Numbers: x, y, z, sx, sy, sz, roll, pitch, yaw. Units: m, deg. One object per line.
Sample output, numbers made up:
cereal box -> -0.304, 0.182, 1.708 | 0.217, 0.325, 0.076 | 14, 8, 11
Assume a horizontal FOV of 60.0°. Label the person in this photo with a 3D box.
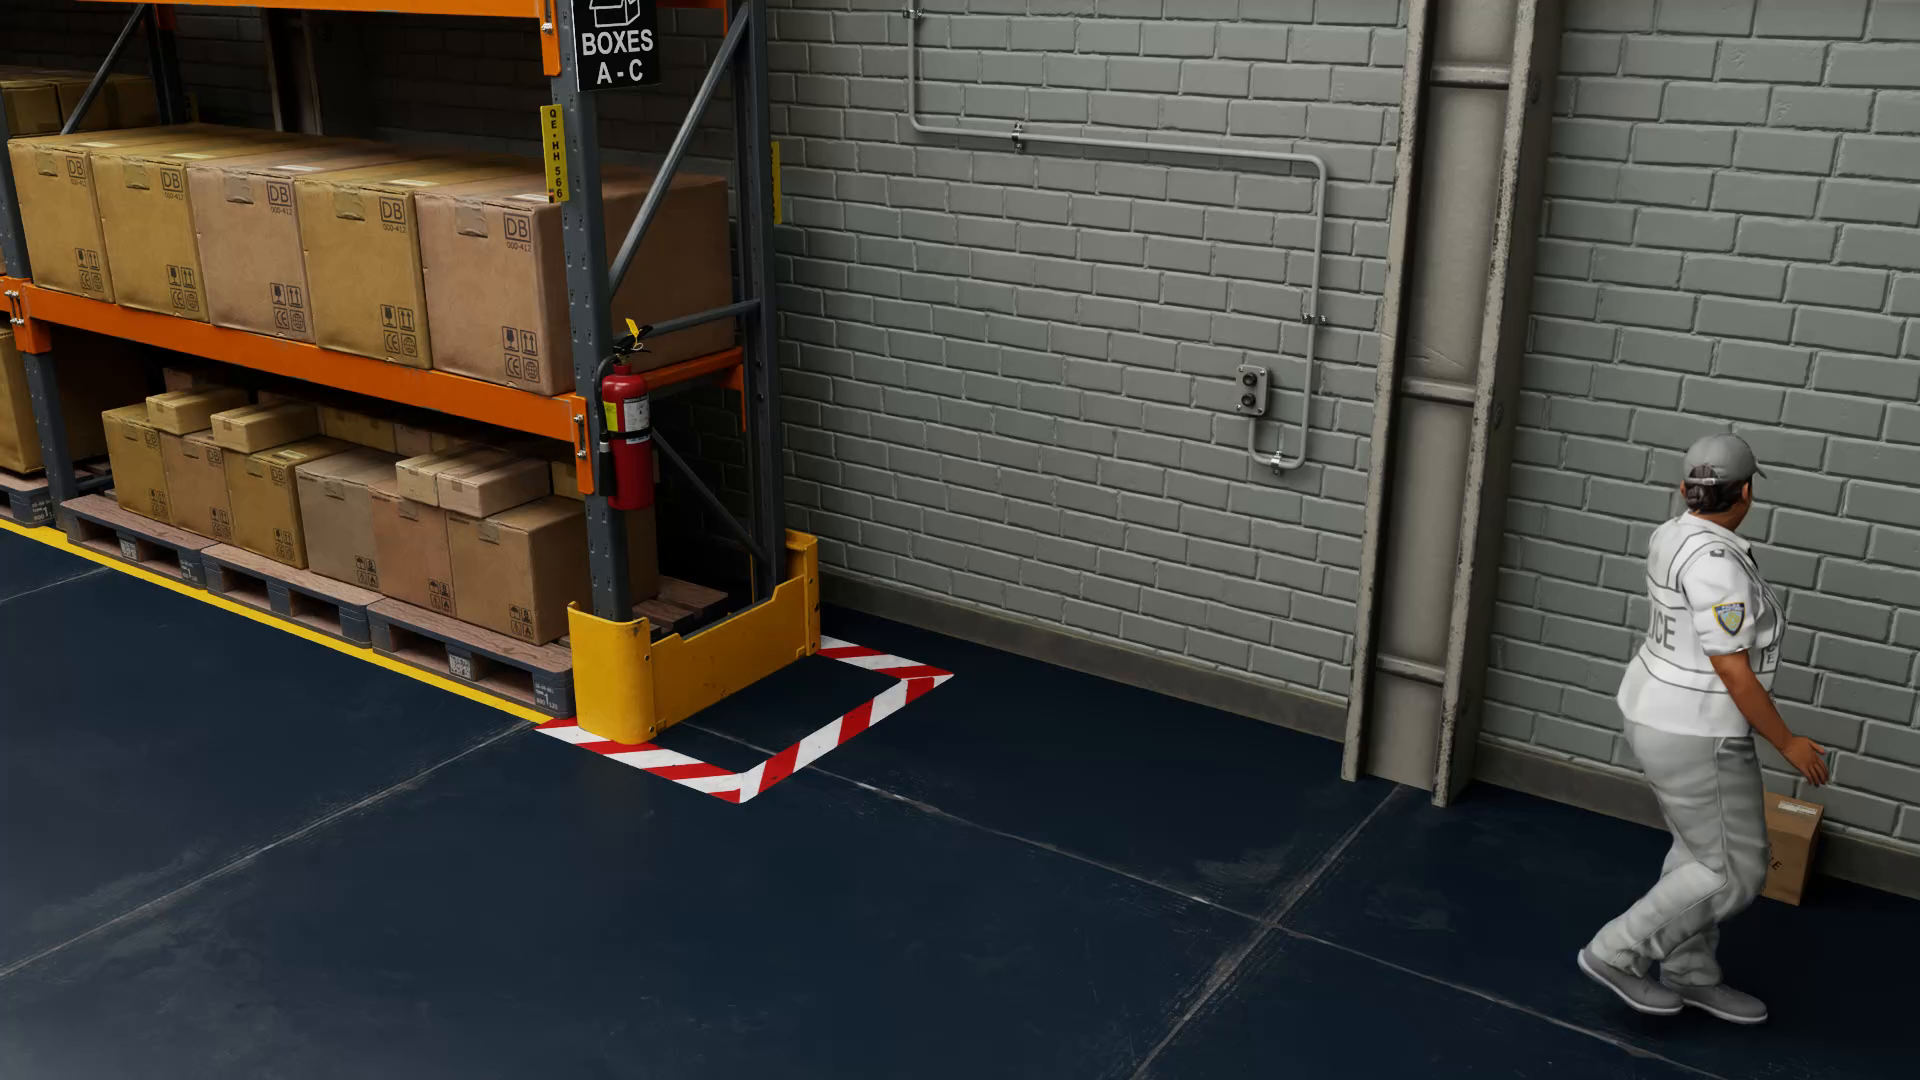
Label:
person -> 2.058, 0.539, 4.588 | 0.551, 1.664, 0.552 | 5, 21, 13
